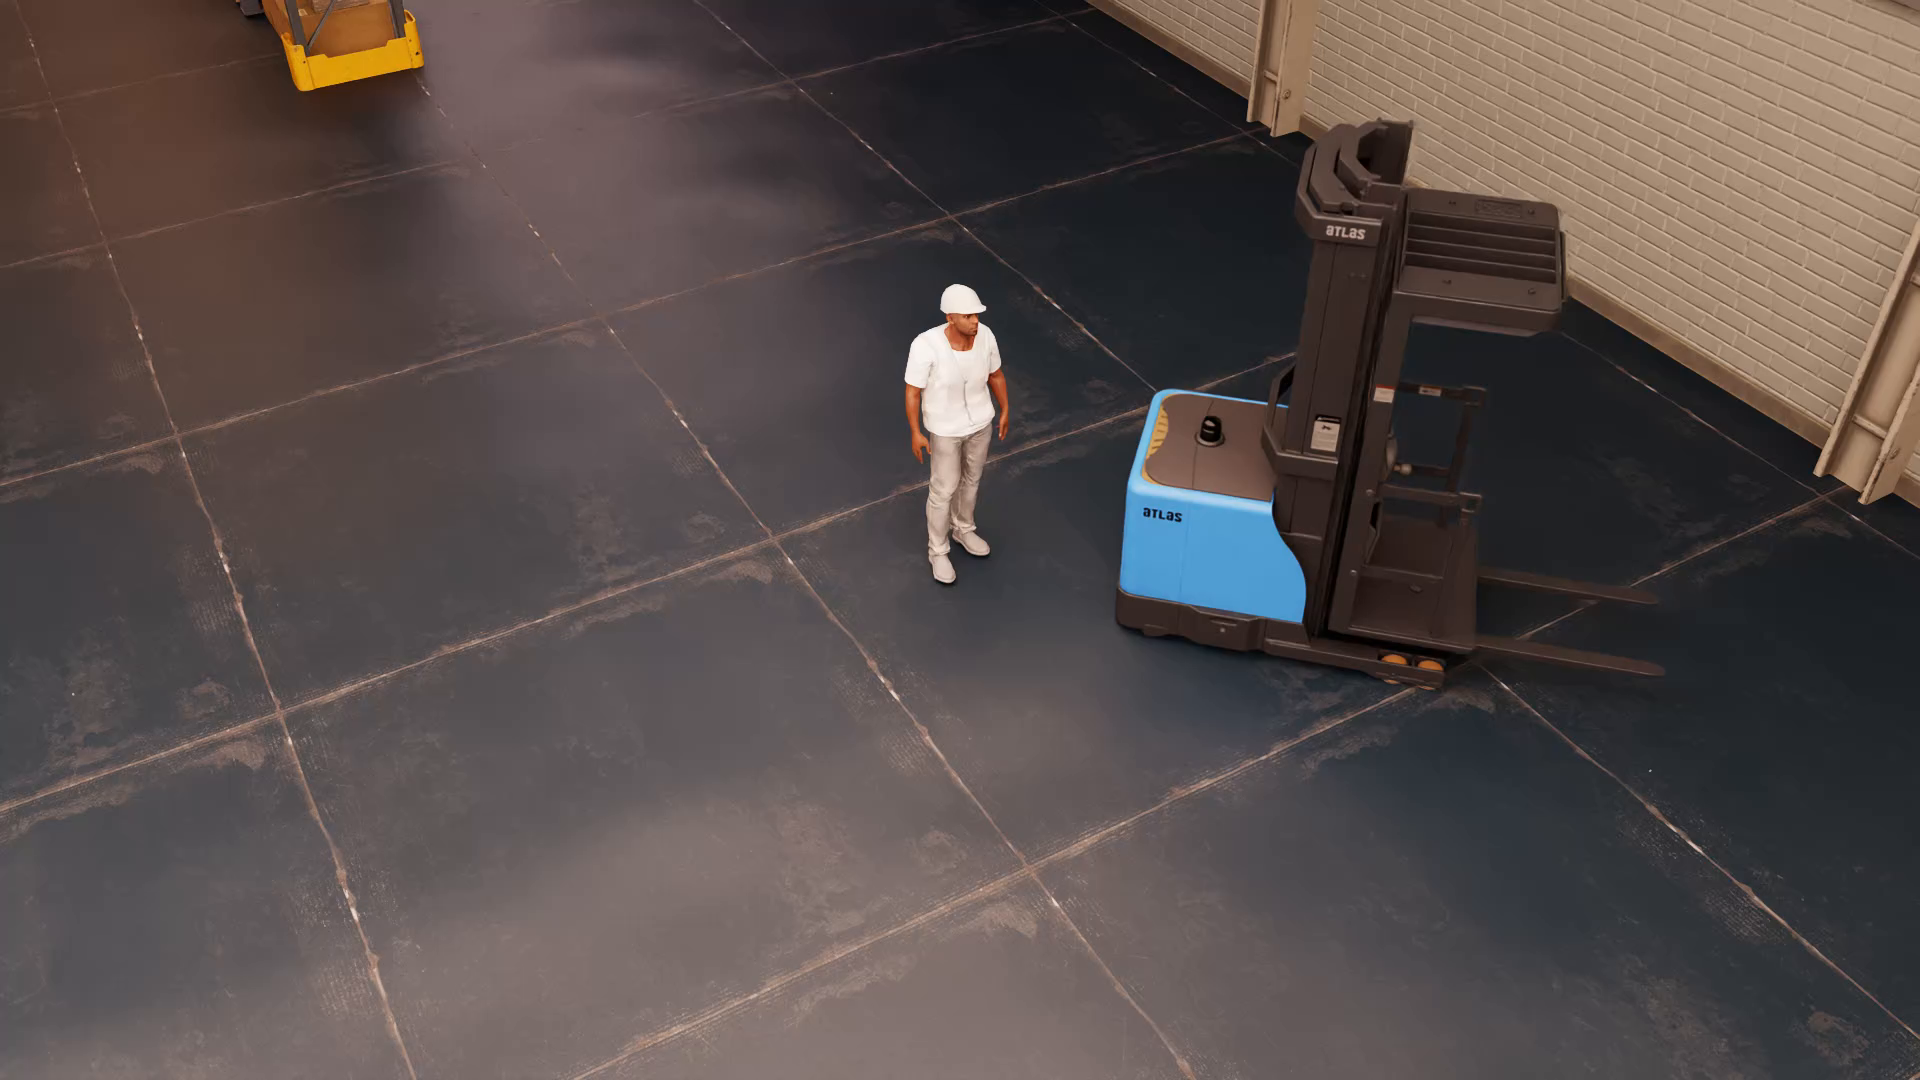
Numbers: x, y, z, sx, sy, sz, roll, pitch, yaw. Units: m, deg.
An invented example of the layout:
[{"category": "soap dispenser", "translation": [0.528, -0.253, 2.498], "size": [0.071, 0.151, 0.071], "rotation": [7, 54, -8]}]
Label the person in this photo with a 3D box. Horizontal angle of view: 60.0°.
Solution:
[{"category": "person", "translation": [0.030, -0.645, 9.715], "size": [0.666, 1.766, 0.576], "rotation": [-20, 44, -23]}]

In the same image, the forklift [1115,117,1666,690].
[{"category": "forklift", "translation": [2.476, -0.666, 8.839], "size": [3.031, 2.935, 1.130], "rotation": [9, 41, 11]}]
